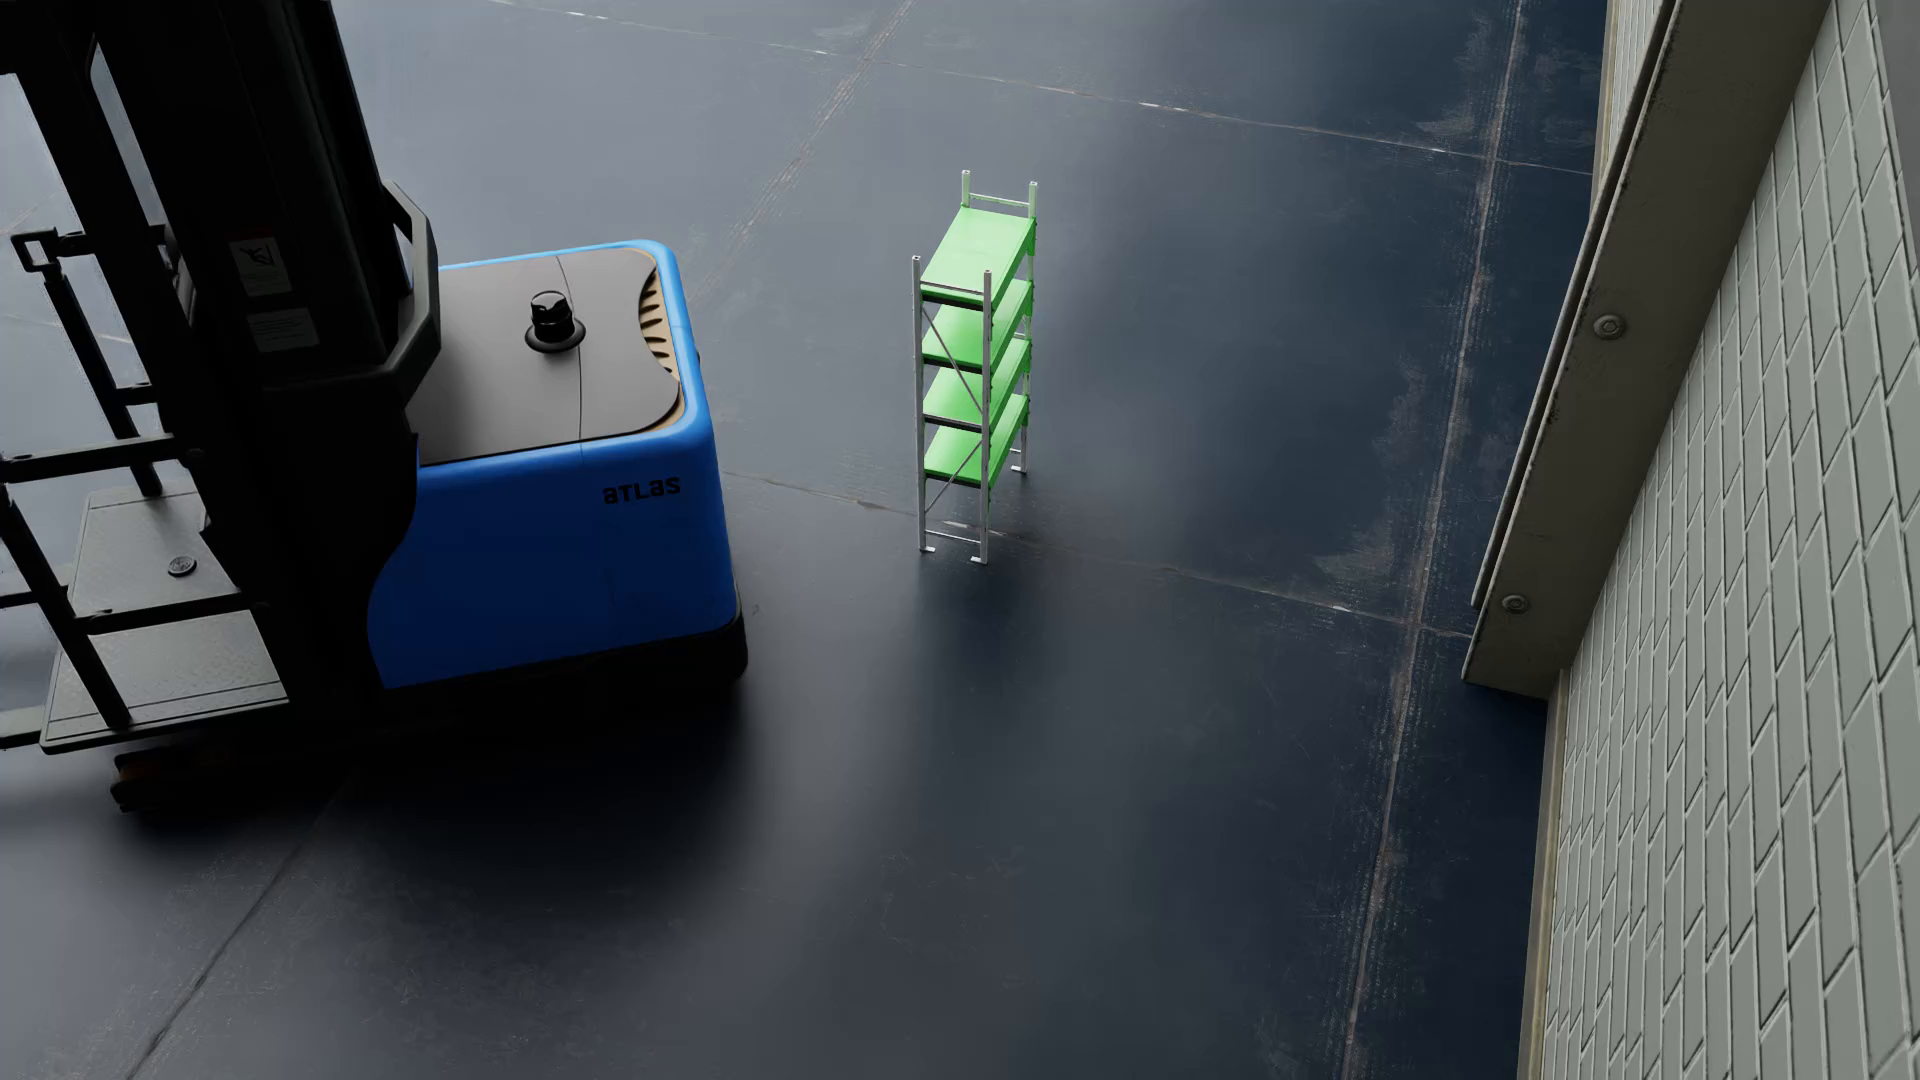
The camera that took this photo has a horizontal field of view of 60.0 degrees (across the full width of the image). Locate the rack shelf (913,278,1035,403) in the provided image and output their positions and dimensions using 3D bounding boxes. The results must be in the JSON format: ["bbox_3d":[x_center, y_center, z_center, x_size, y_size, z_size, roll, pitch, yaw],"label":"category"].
[{"bbox_3d":[0.050,-0.665,5.320,0.258,0.148,0.480,13,46,13],"label":"rack shelf"}]

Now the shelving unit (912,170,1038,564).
[{"bbox_3d":[0.050,-0.539,5.443,0.258,1.200,0.503,13,46,13],"label":"shelving unit"}]

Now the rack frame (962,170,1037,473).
[{"bbox_3d":[0.124,-0.702,5.609,0.240,1.200,0.015,13,46,13],"label":"rack frame"}]

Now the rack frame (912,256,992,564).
[{"bbox_3d":[-0.024,-0.377,5.277,0.240,1.200,0.015,13,46,13],"label":"rack frame"}]

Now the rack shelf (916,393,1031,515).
[{"bbox_3d":[0.050,-0.322,5.656,0.258,0.148,0.480,13,46,13],"label":"rack shelf"}]

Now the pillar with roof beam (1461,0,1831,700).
[{"bbox_3d":[-2.300,-3.781,3.180,9.100,9.000,0.400,13,46,13],"label":"pillar with roof beam"}]

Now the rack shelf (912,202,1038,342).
[{"bbox_3d":[0.050,-0.837,5.152,0.258,0.148,0.480,13,46,13],"label":"rack shelf"}]

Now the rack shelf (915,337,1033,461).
[{"bbox_3d":[0.050,-0.494,5.488,0.258,0.148,0.480,13,46,13],"label":"rack shelf"}]

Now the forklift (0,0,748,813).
[{"bbox_3d":[-2.243,-0.658,4.327,3.031,2.935,1.130,-10,45,-10],"label":"forklift"}]
